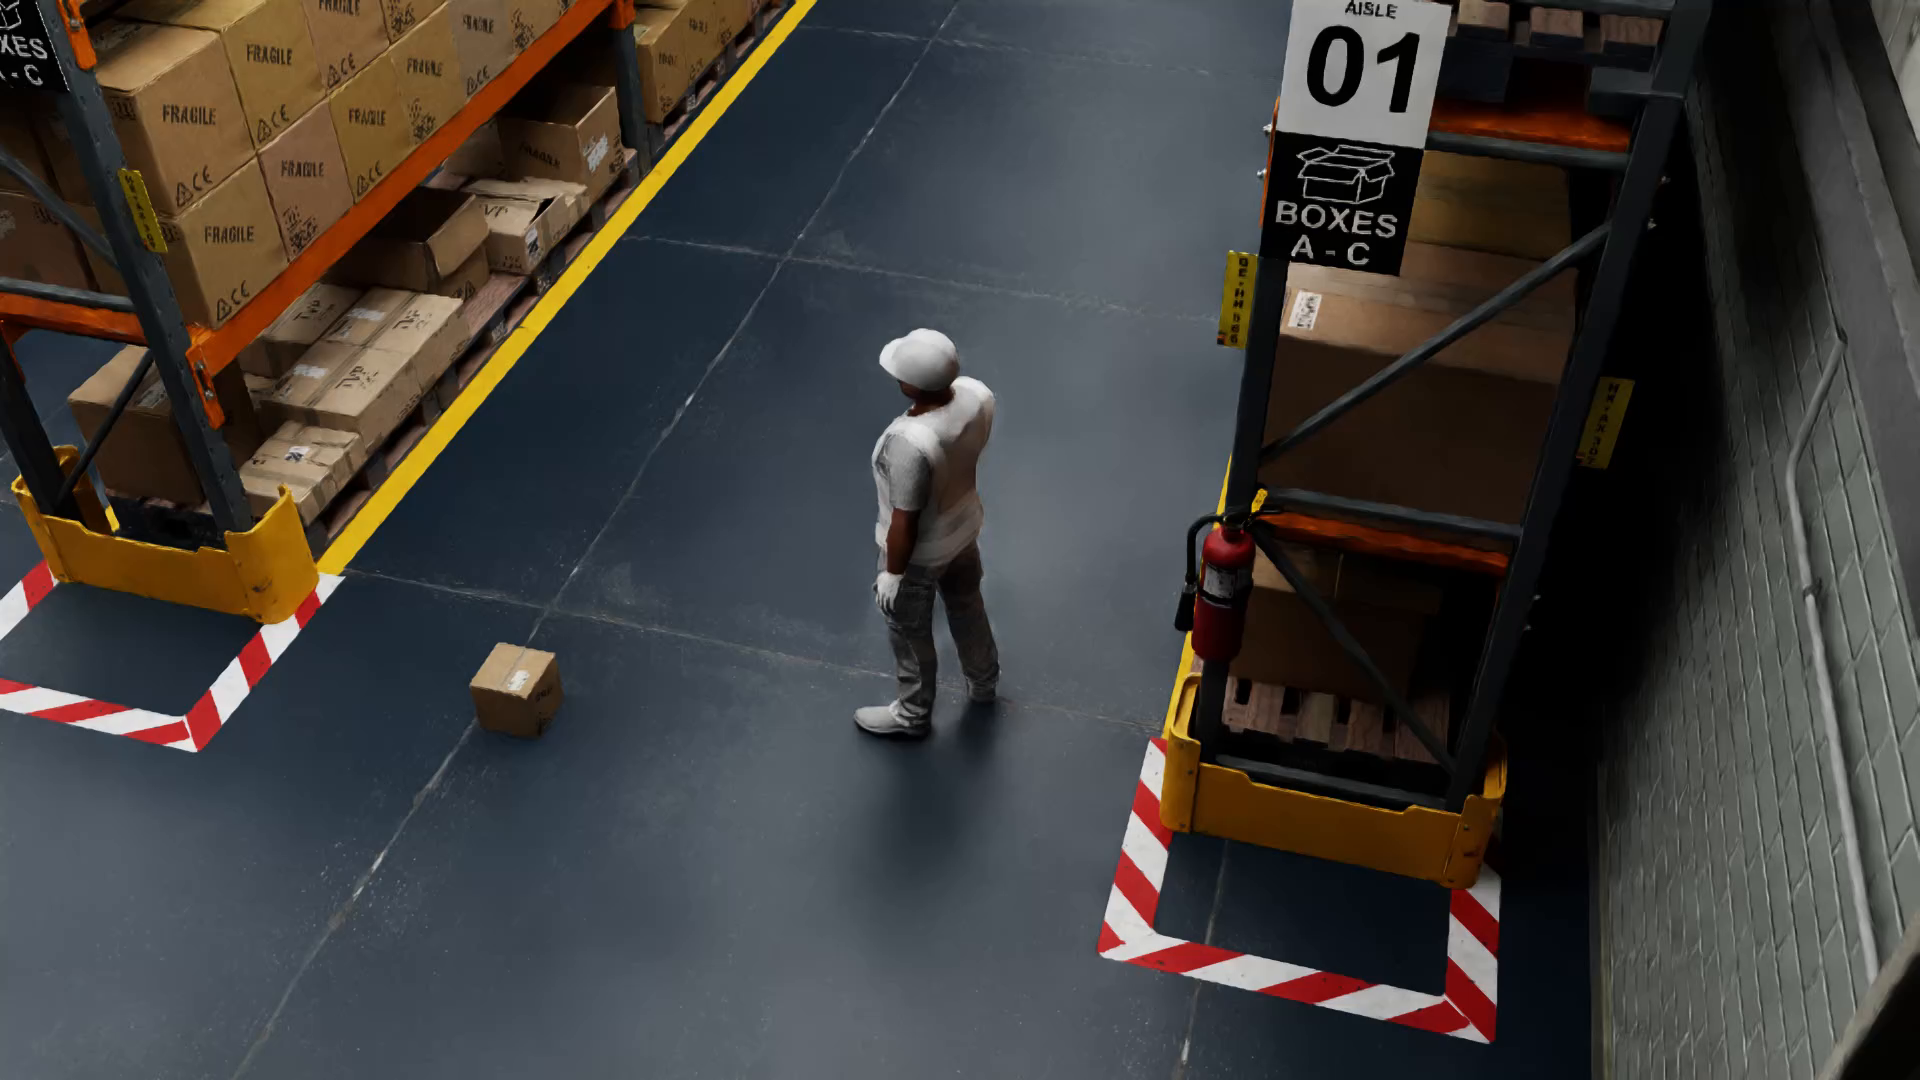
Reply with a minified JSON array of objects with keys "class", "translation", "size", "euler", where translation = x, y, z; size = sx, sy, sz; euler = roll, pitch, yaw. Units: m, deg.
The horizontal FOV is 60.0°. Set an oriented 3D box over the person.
[{"class":"person","translation":[-0.105,-0.026,6.143],"size":[0.414,1.790,0.691],"euler":[26,47,27]}]
